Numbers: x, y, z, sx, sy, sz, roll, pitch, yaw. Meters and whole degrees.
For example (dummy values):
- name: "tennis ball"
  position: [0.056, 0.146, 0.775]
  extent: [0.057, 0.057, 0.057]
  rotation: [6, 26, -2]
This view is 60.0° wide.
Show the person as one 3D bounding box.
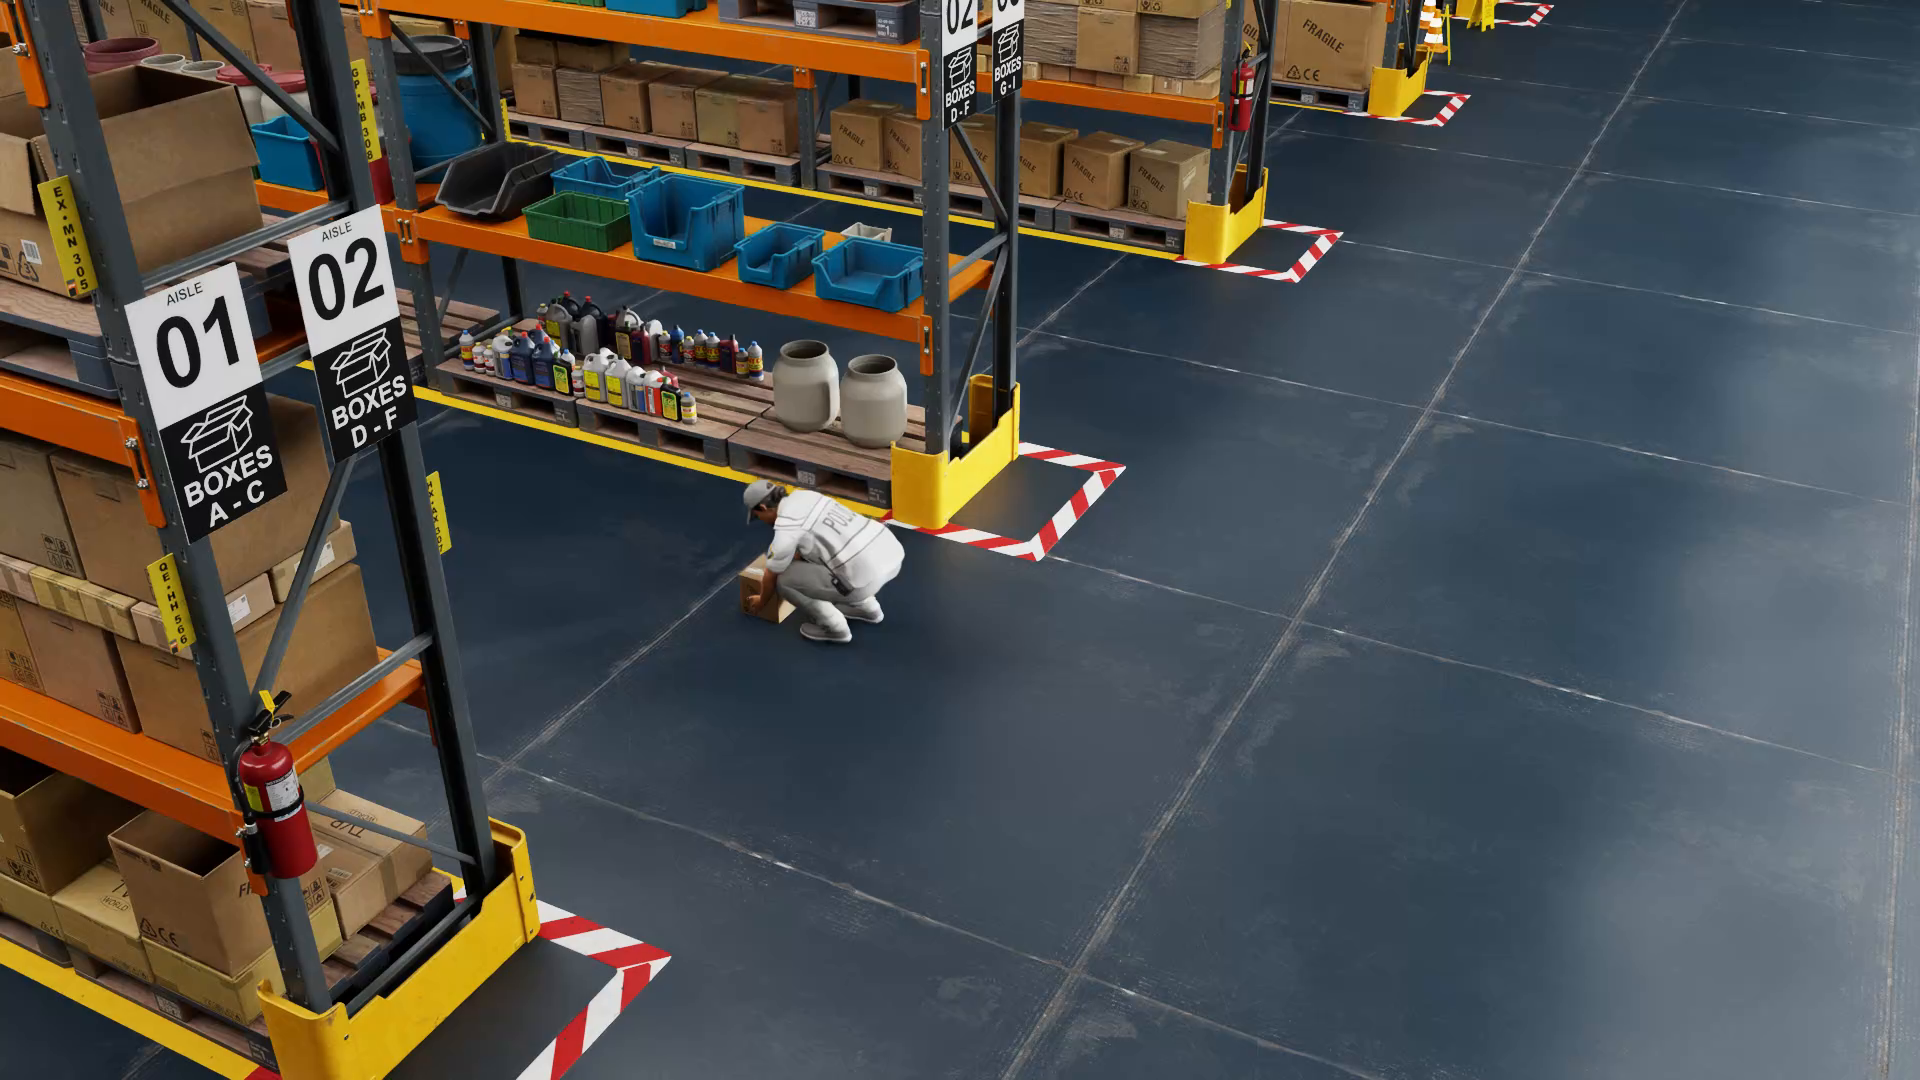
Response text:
- name: "person"
  position: [-0.738, 0.101, 8.941]
  extent: [0.865, 0.837, 0.520]
  rotation: [15, 33, 23]
